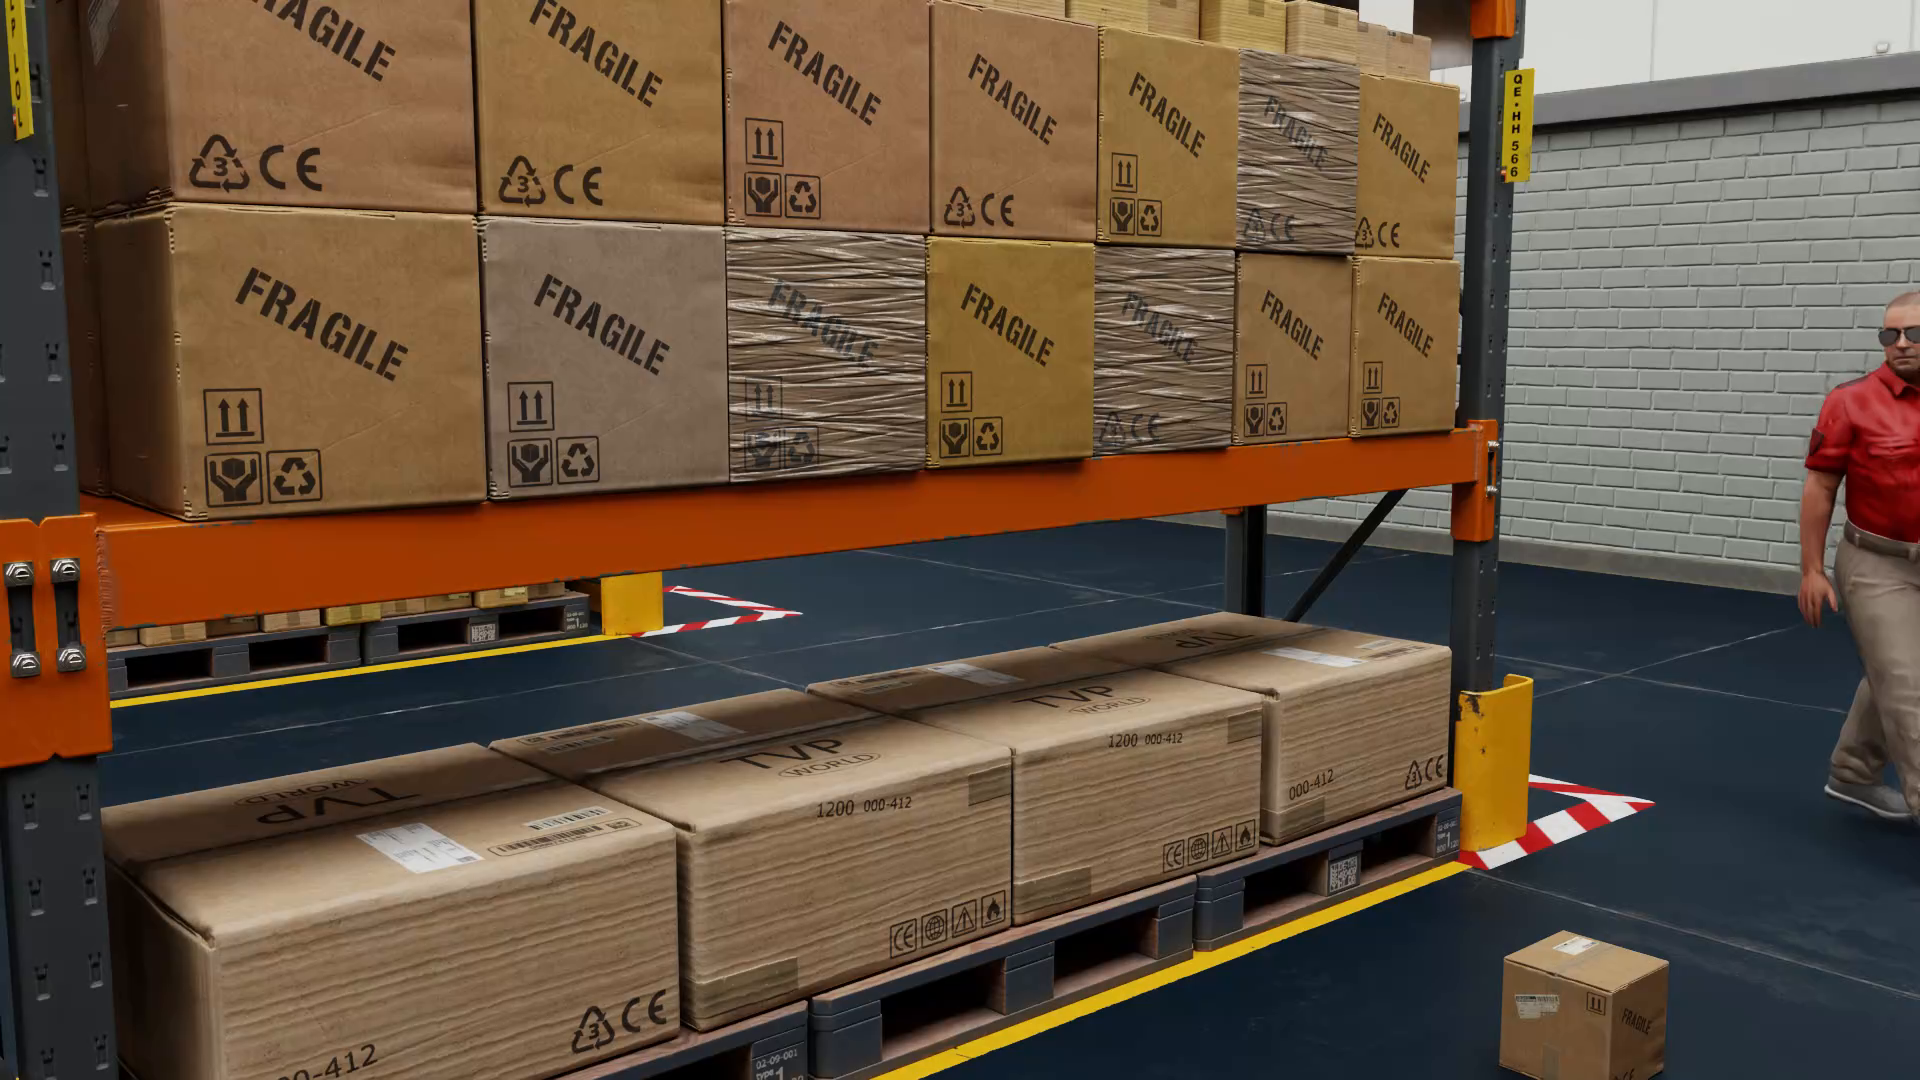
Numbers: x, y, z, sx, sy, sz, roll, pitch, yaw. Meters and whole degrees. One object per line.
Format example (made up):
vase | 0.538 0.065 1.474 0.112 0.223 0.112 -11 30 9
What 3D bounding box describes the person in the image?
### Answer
person | 2.924 0.102 4.954 0.641 1.670 0.970 -1 7 -7
